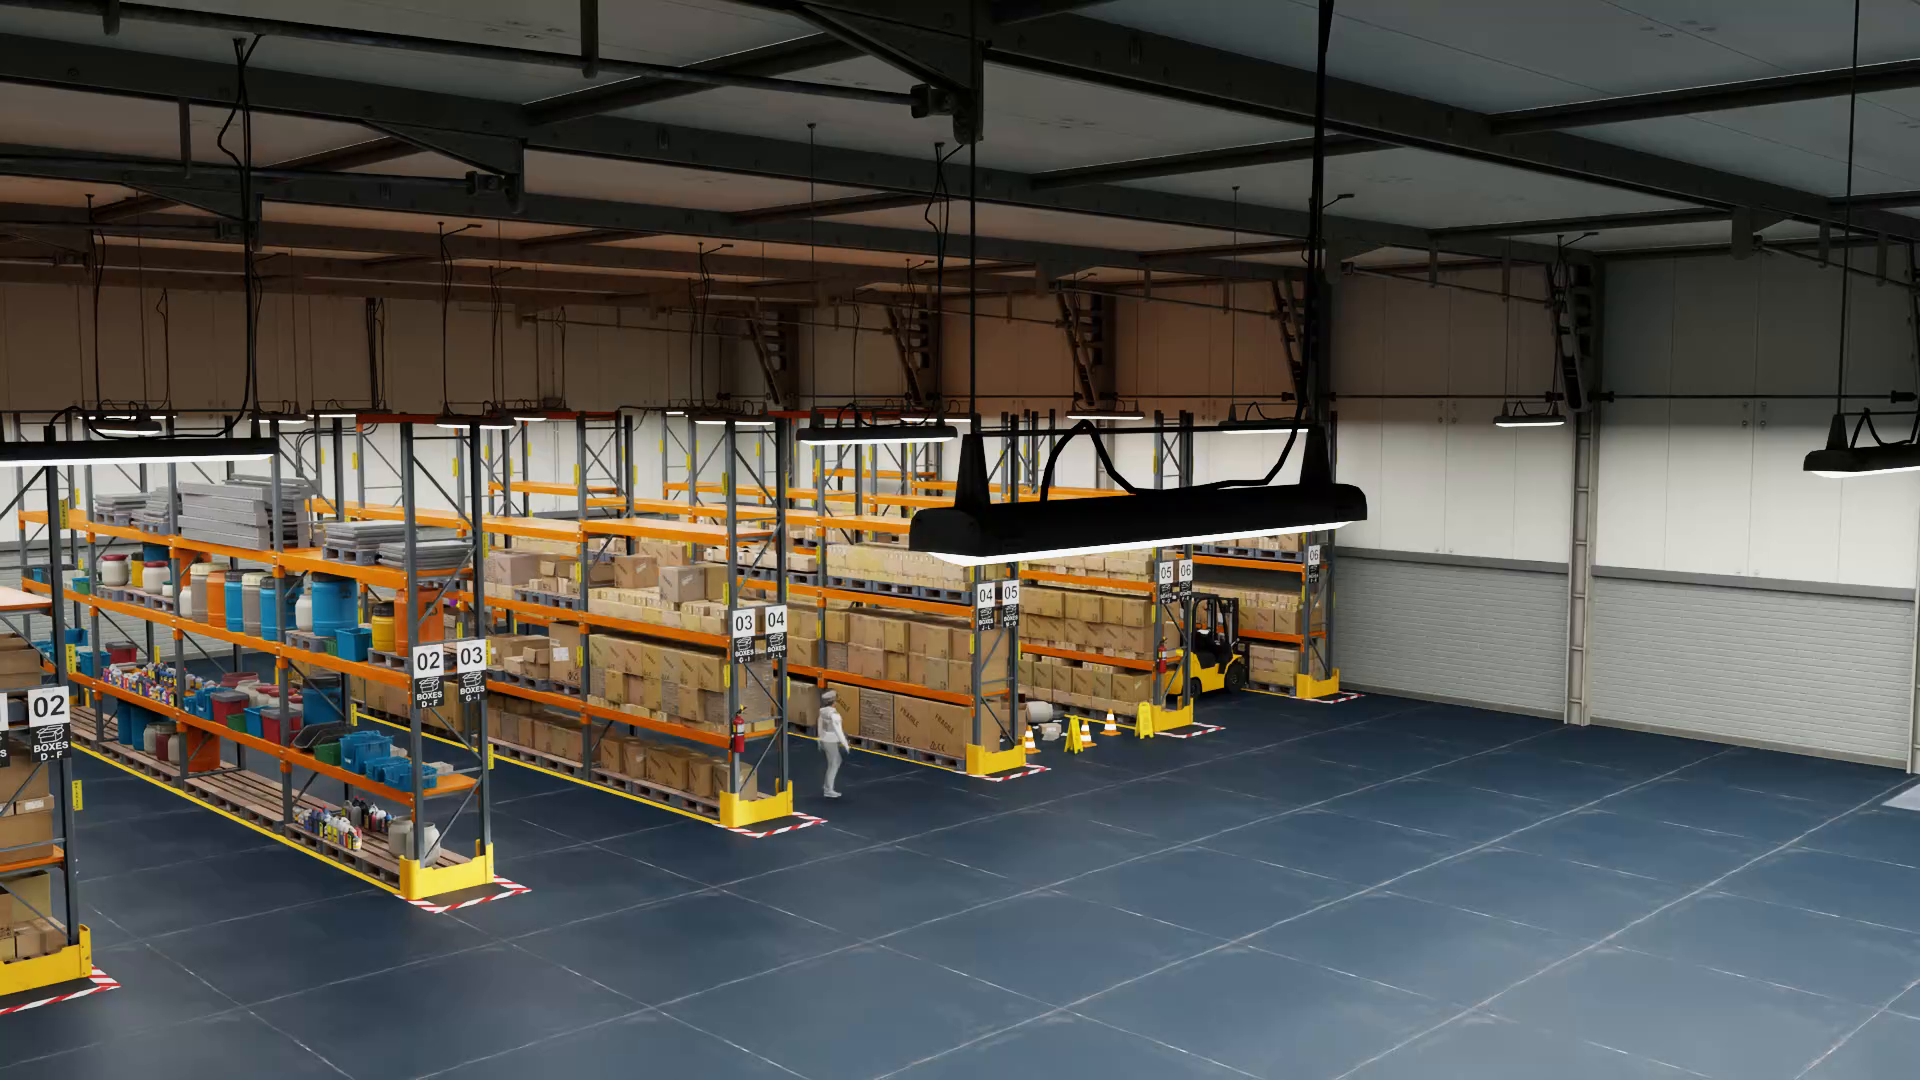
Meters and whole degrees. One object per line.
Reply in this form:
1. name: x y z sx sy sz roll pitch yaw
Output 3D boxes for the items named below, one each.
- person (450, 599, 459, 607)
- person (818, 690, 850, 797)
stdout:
1. person: -12.317 1.892 40.873 0.689 1.755 0.590 0 5 4
2. person: -1.992 3.236 26.312 0.441 1.723 0.528 -2 5 -18
